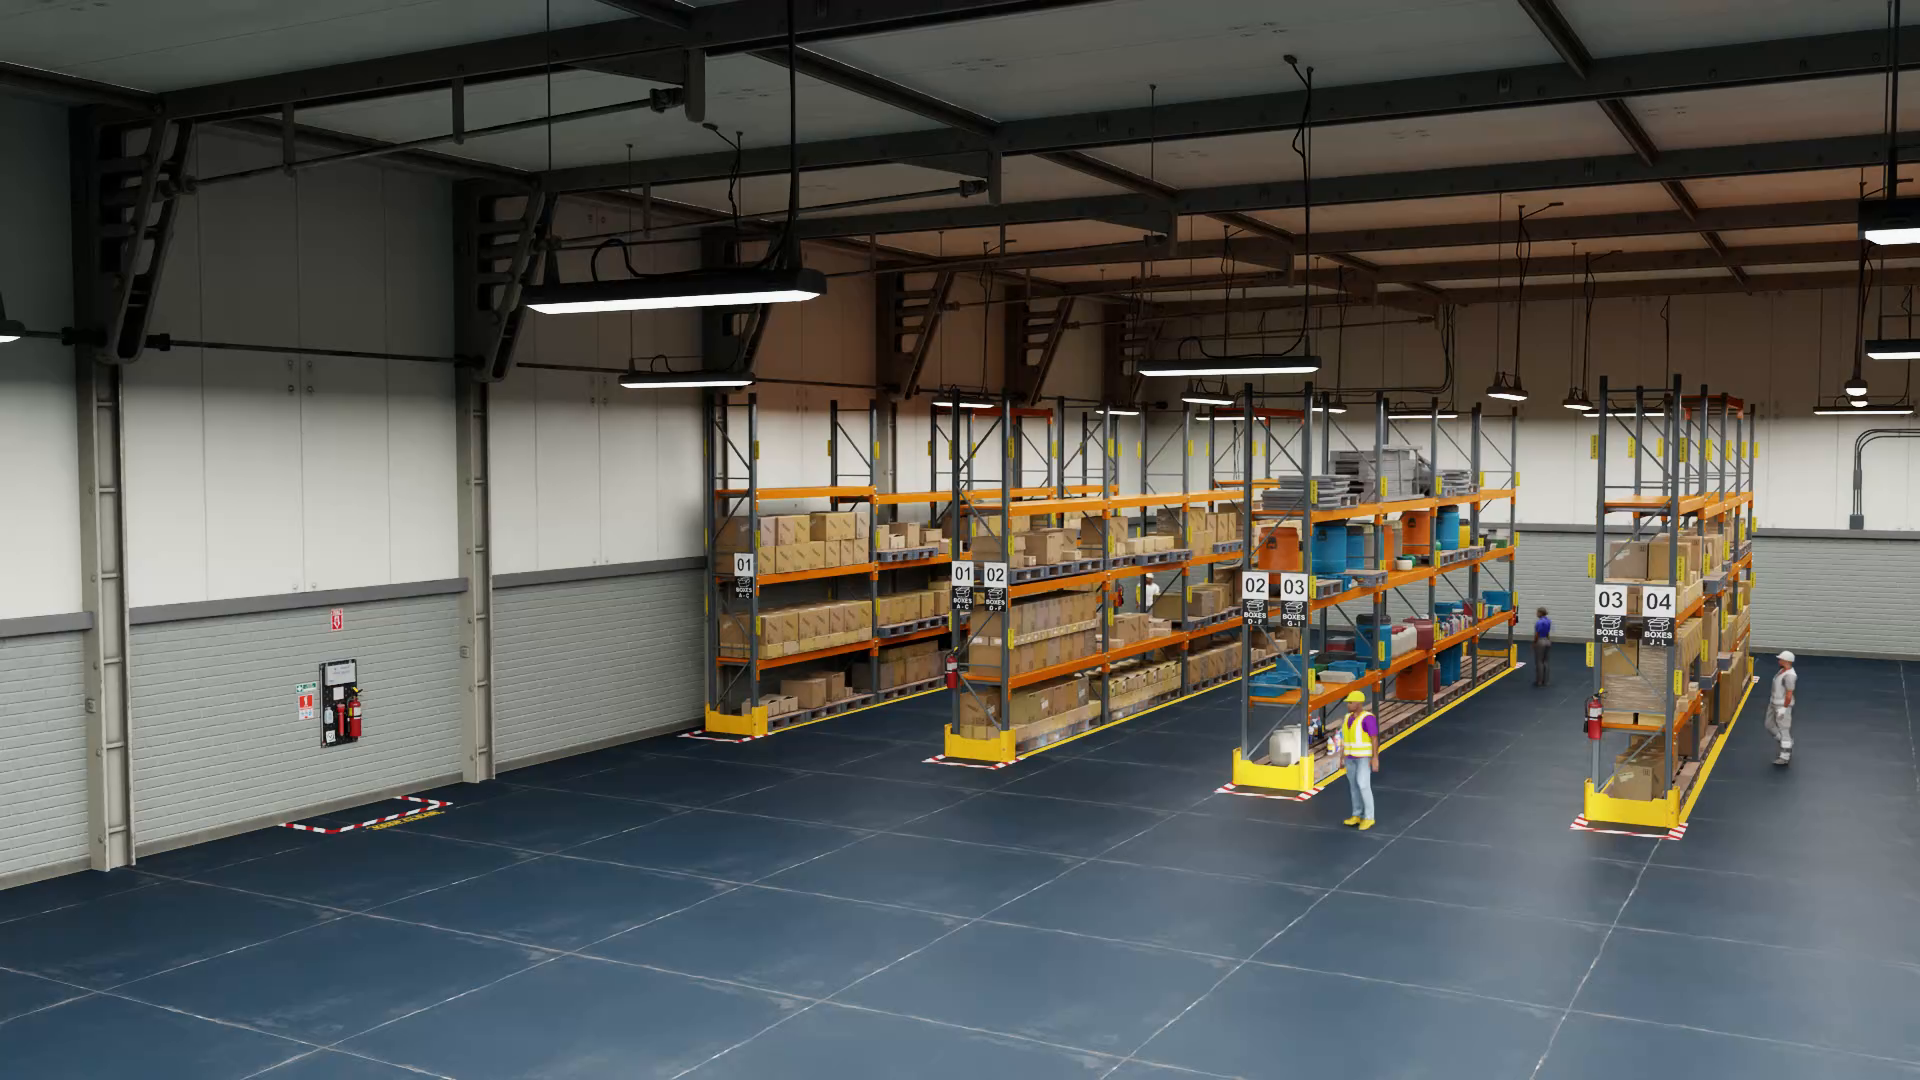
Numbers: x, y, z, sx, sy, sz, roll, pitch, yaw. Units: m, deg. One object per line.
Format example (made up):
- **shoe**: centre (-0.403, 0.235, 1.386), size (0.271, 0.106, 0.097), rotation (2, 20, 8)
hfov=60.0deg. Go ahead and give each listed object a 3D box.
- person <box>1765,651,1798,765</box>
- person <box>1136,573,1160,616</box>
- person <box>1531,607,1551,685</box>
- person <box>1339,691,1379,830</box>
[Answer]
- **person**: centre (13.170, 2.663, 26.616), size (0.478, 1.789, 0.632), rotation (0, 3, 2)
- **person**: centre (4.997, 1.755, 44.004), size (0.613, 1.759, 0.662), rotation (0, 3, -2)
- **person**: centre (12.368, 2.260, 35.409), size (0.452, 1.656, 0.360), rotation (-3, 4, -39)
- **person**: centre (5.299, 2.923, 22.228), size (0.397, 1.798, 0.622), rotation (-2, 4, -30)
